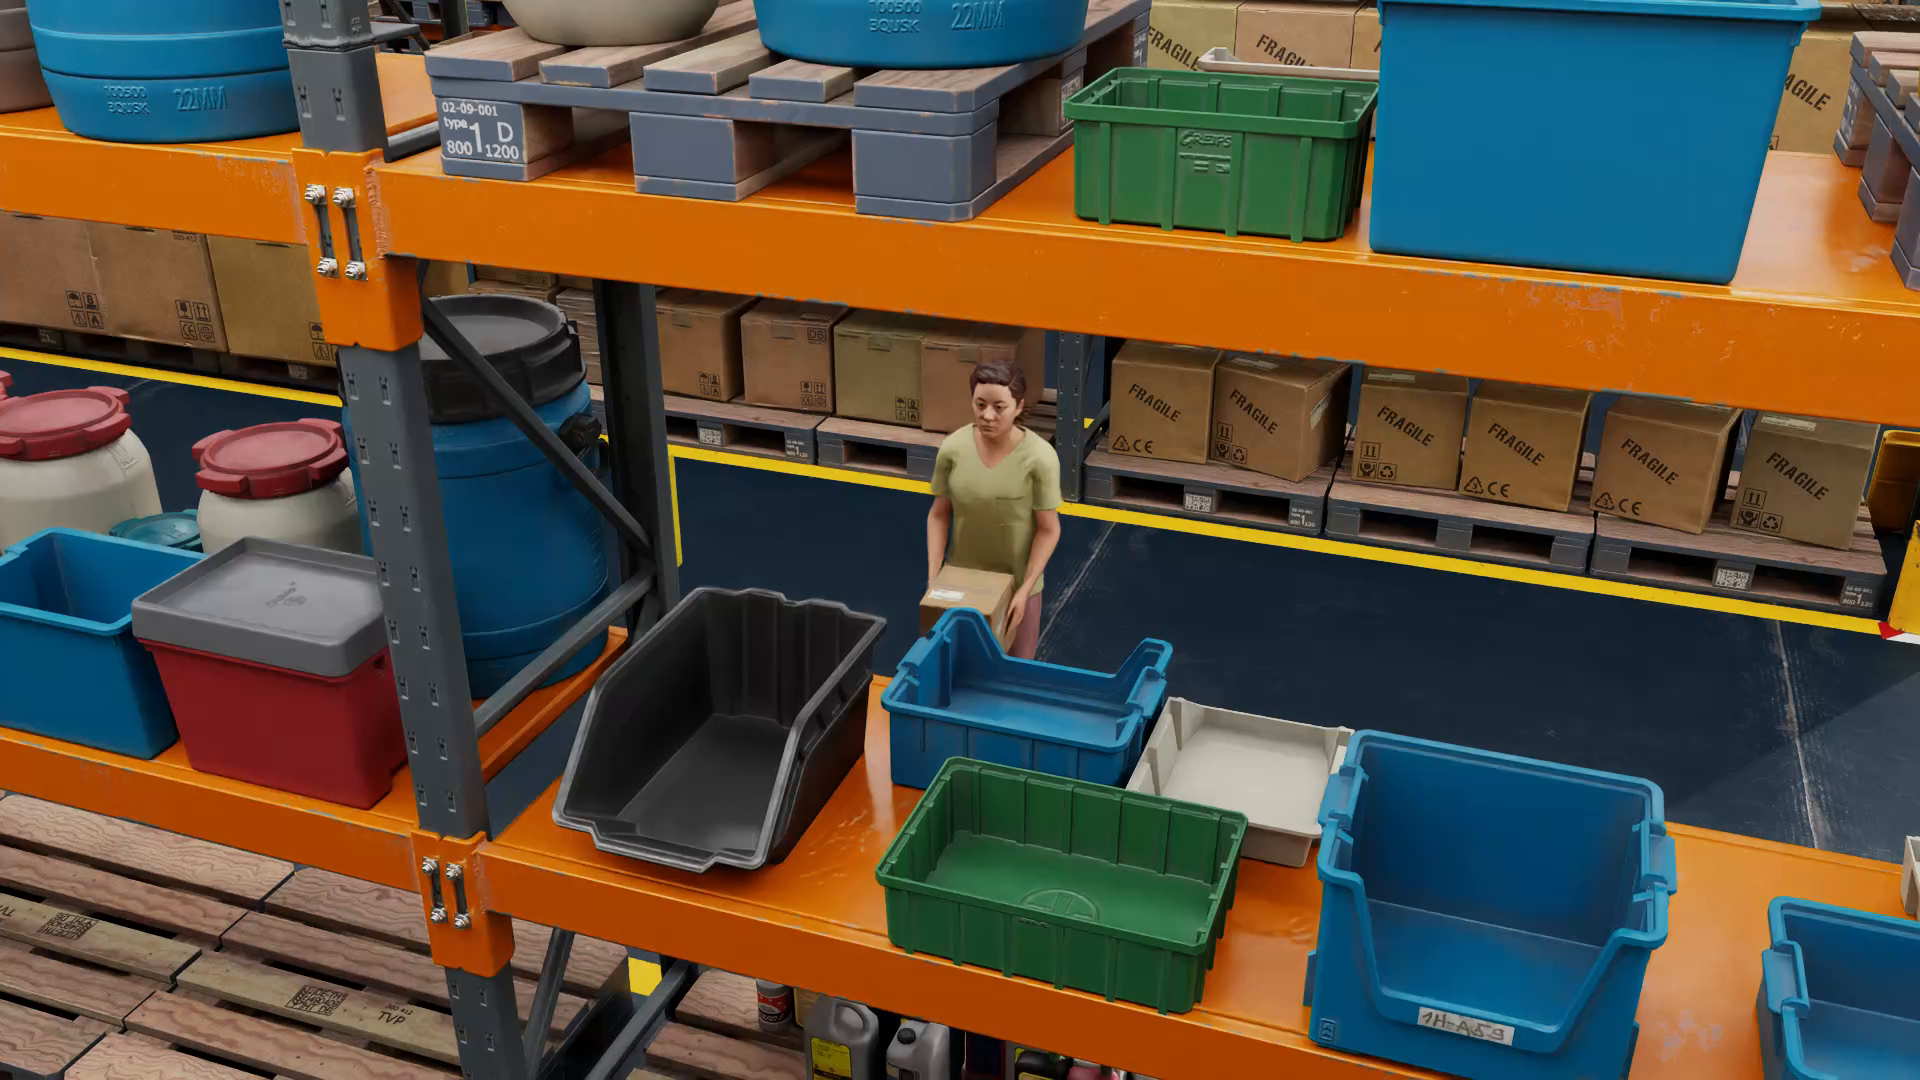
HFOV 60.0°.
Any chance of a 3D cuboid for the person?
[{"bbox_3d":[0.103,0.185,5.728,0.468,1.675,0.435,8,27,17],"label":"person"}]
